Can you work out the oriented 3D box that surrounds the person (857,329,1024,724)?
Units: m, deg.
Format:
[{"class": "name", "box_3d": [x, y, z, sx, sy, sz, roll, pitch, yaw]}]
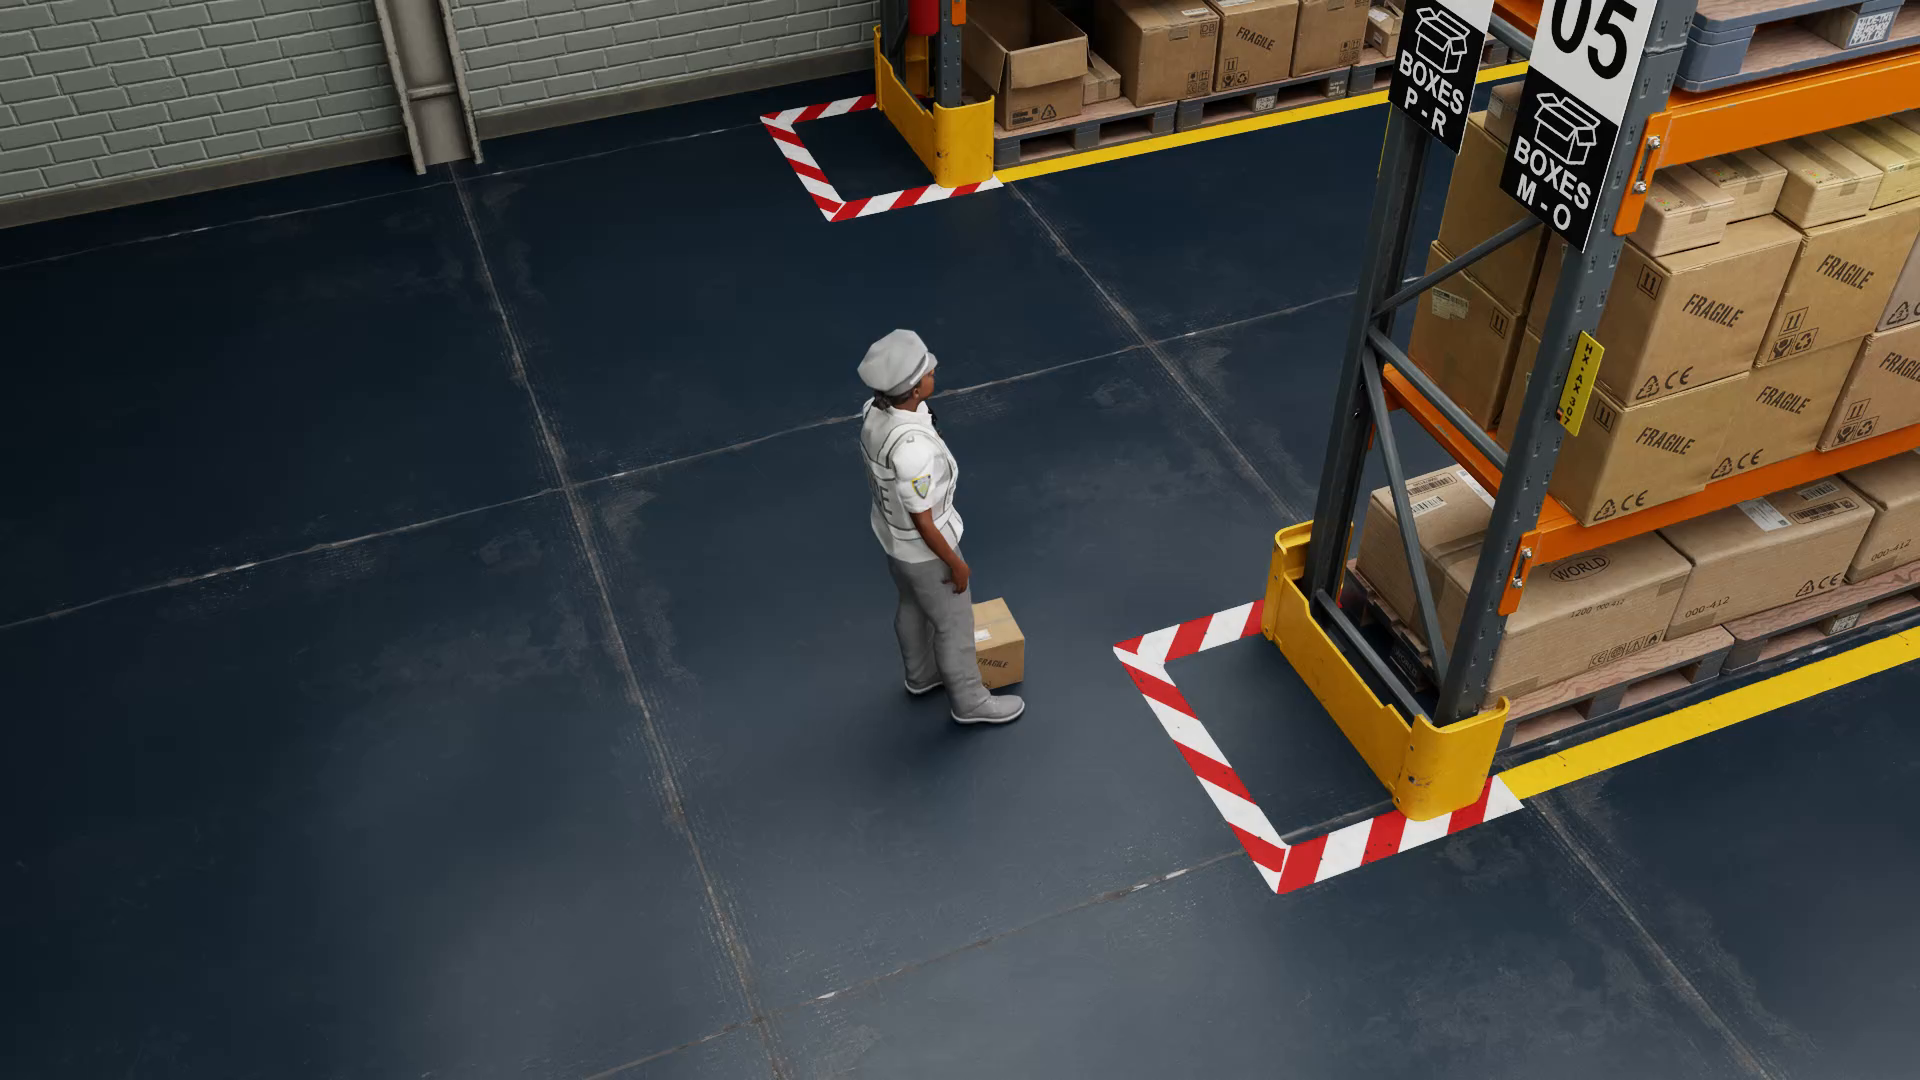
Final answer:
[{"class": "person", "box_3d": [-0.077, -0.037, 6.162, 0.529, 1.694, 0.569, -15, 44, -16]}]
